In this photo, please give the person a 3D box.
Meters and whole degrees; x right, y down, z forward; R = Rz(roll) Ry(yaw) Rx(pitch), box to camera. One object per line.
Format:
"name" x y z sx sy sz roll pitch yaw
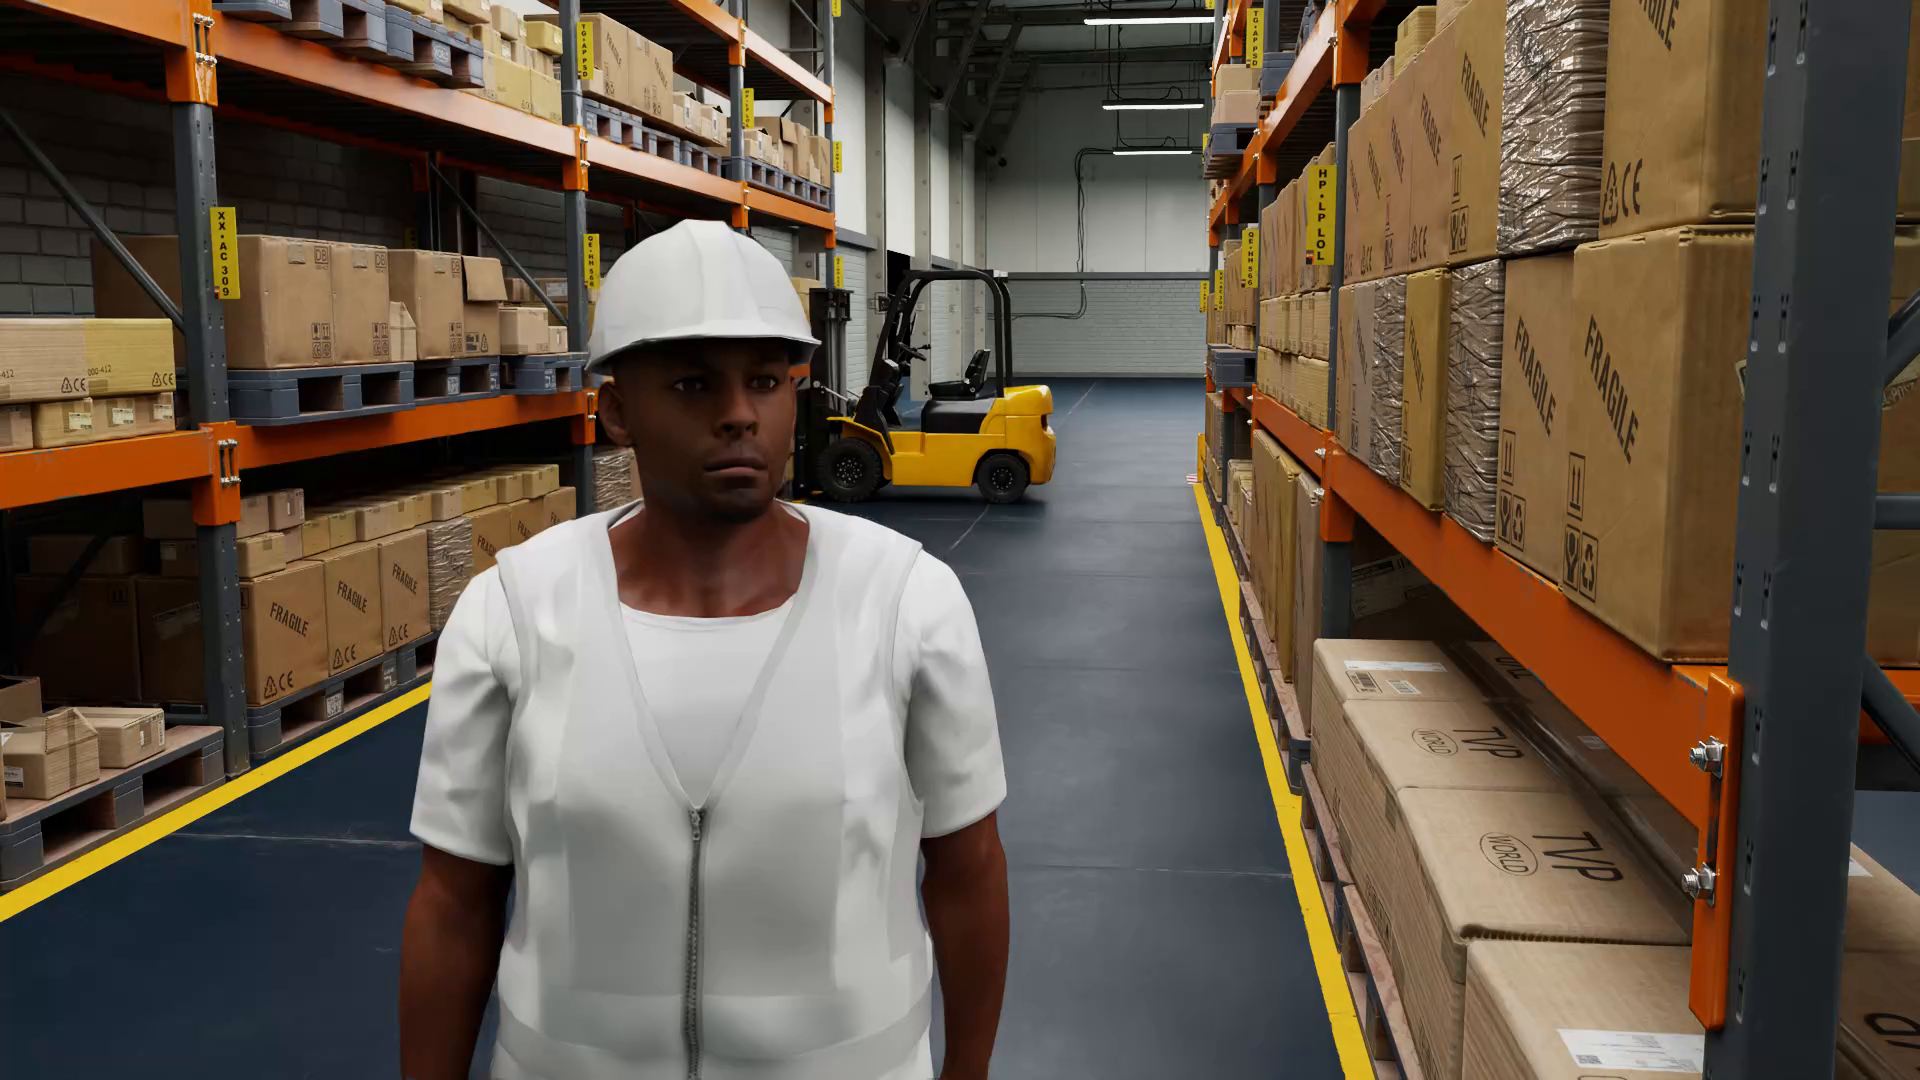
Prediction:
"person" -0.243 0.598 1.592 0.580 1.786 0.454 0 8 0
